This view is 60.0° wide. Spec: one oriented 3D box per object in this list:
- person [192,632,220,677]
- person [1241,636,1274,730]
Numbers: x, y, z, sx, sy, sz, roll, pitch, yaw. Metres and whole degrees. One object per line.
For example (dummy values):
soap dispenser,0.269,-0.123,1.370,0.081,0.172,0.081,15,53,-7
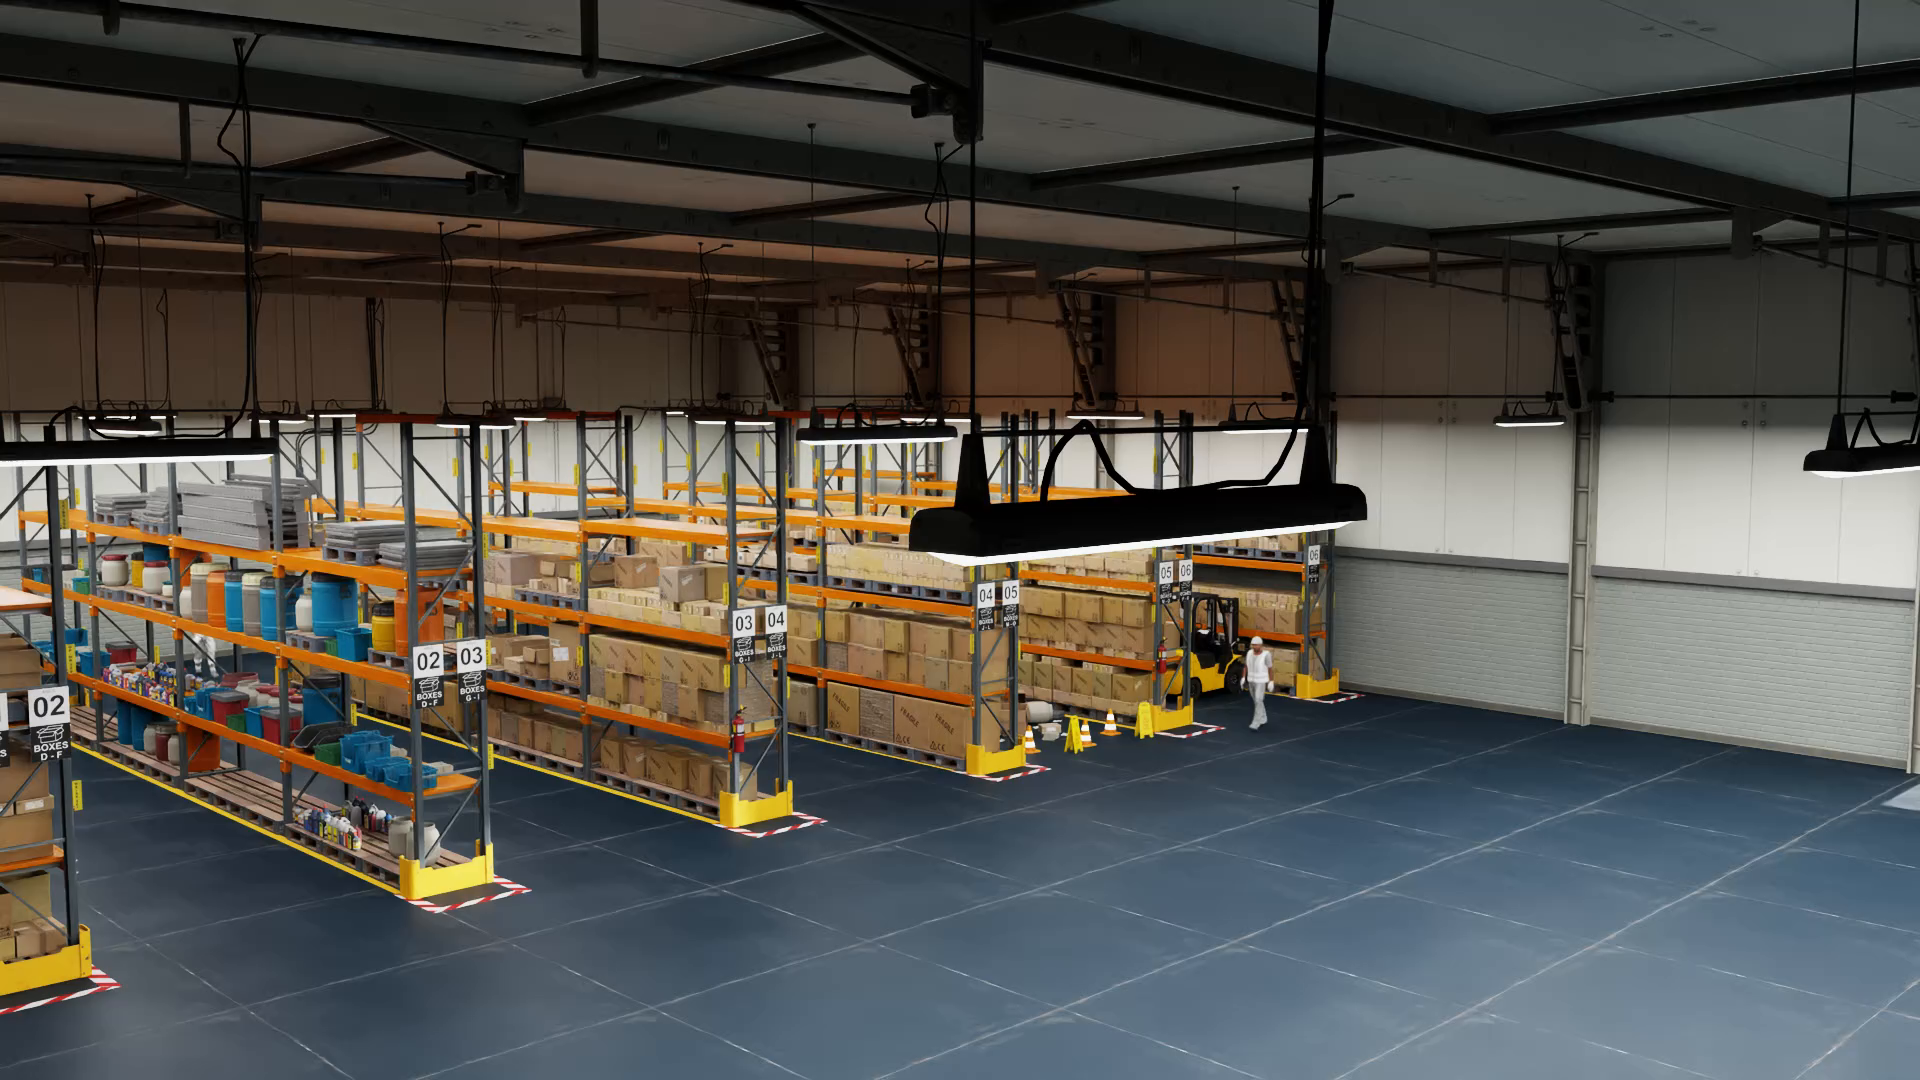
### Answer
person,-17.040,2.186,37.480,0.531,1.740,1.021,-4,6,-35
person,5.647,2.708,31.700,0.880,1.766,0.554,-4,7,-41
